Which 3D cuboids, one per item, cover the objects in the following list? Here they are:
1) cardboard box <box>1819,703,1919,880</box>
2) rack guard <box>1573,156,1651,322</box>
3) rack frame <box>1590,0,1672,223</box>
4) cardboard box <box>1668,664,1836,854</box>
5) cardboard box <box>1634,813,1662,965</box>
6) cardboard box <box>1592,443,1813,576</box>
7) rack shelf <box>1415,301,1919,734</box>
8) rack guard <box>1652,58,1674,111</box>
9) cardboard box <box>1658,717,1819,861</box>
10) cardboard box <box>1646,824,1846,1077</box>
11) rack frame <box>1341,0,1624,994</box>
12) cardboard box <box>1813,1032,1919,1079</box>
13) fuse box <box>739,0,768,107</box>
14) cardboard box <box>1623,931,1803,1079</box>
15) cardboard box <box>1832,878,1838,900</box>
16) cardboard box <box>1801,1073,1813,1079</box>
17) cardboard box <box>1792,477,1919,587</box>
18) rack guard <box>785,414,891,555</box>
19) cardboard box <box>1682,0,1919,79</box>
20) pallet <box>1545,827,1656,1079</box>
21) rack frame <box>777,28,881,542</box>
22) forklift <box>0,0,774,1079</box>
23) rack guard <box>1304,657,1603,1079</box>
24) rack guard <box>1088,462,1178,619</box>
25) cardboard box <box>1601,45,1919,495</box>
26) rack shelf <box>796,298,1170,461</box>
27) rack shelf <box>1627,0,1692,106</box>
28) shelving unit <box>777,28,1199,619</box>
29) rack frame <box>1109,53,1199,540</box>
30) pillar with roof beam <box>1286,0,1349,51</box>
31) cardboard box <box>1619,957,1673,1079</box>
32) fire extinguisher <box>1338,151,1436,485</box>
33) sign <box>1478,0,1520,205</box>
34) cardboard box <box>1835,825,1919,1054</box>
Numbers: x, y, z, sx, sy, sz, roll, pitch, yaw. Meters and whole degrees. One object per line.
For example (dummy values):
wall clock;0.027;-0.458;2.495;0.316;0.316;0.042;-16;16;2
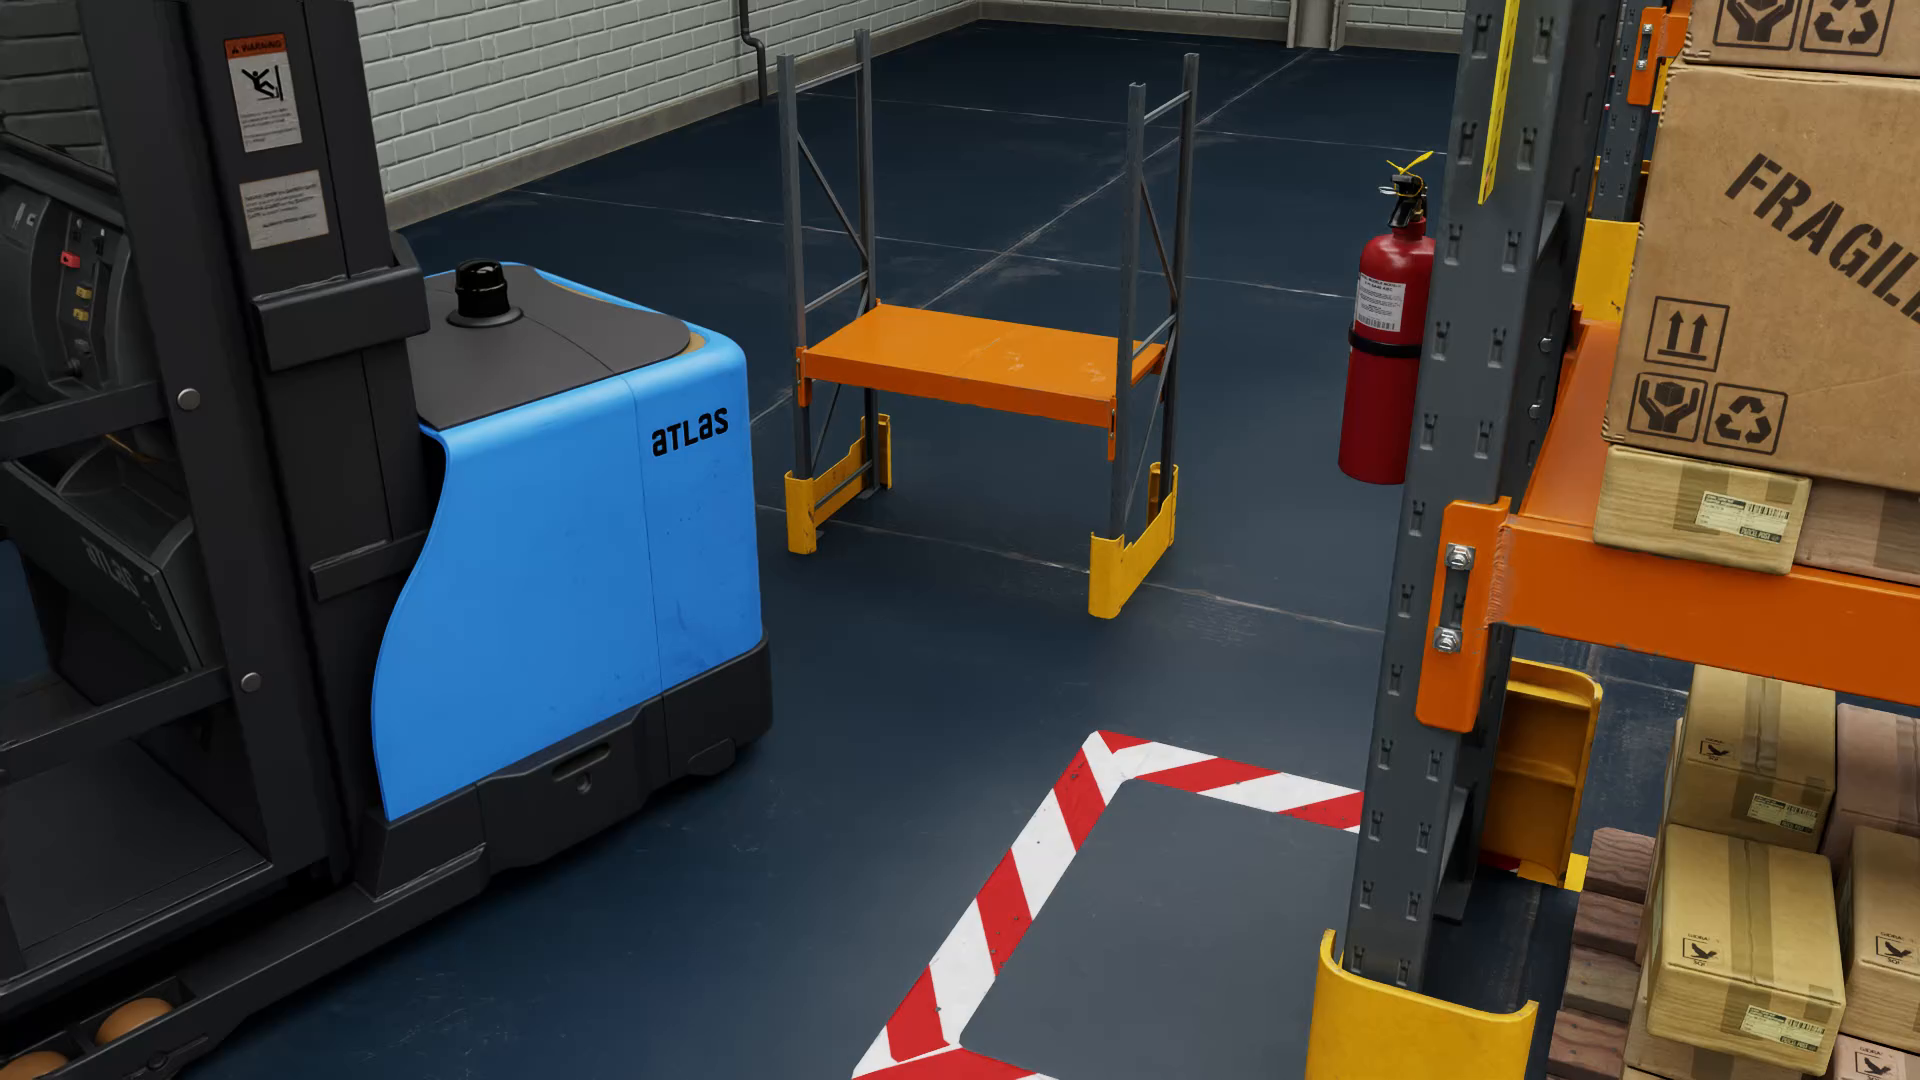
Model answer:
cardboard box;1.693;0.470;2.978;0.250;0.149;0.380;12;29;23
rack guard;2.836;-1.309;7.344;0.348;0.500;1.175;11;28;22
rack frame;2.858;-2.427;6.783;0.127;3.000;1.000;11;28;22
cardboard box;1.488;0.401;3.118;0.250;0.149;0.380;12;29;22
cardboard box;1.467;0.685;3.214;0.250;0.149;0.380;12;29;23
cardboard box;1.060;-0.114;2.370;0.250;0.149;0.380;11;28;21
rack shelf;2.722;0.271;2.119;4.000;0.370;1.077;11;28;22
rack guard;4.979;-3.288;11.362;0.348;0.500;1.175;11;28;22
cardboard box;1.500;0.521;3.211;0.250;0.149;0.380;11;28;20
cardboard box;1.238;0.638;2.636;0.250;0.149;0.380;10;28;19
rack frame;0.901;-0.418;2.702;0.127;3.000;1.000;11;28;22
cardboard box;1.498;0.811;2.622;0.250;0.149;0.380;11;28;22
fuse box;-1.282;-3.688;10.804;0.414;1.711;0.539;11;28;22
cardboard box;1.272;0.738;2.769;0.250;0.149;0.380;13;29;24
cardboard box;1.715;0.591;3.070;0.250;0.149;0.380;11;28;21
cardboard box;1.518;0.912;2.753;0.250;0.149;0.380;11;28;22
cardboard box;1.309;-0.084;2.309;0.250;0.149;0.380;12;29;24
rack guard;-0.384;-0.189;5.351;0.087;0.250;0.587;11;28;22
cardboard box;1.200;-0.856;2.010;0.500;0.500;0.500;11;28;21
pallet;1.695;1.010;2.960;1.213;0.211;1.003;11;28;22
rack frame;-0.385;-0.750;5.076;0.032;1.500;0.500;11;28;22
forklift;-1.842;-0.470;2.887;1.130;2.935;3.031;23;34;38
rack guard;0.970;0.718;3.226;0.348;0.500;1.175;11;28;22
rack guard;0.523;-0.007;4.982;0.087;0.250;0.587;11;28;22
cardboard box;1.196;-0.403;2.222;0.500;0.500;0.500;13;29;24
rack shelf;0.078;-0.496;4.966;1.000;0.185;0.538;11;28;22
rack shelf;4.679;-1.738;6.199;4.000;0.370;1.077;11;28;22
shelving unit;0.069;-0.659;4.890;1.083;1.500;0.587;11;28;22
rack frame;0.540;-0.564;4.698;0.032;1.500;0.500;11;28;22
pillar with roof beam;1.046;-6.239;7.734;0.400;9.000;9.100;11;28;22
cardboard box;1.246;0.897;2.783;0.250;0.149;0.380;12;29;23
fire extinguisher;0.863;-0.447;3.272;0.183;0.674;0.296;11;28;22
sign;0.677;-0.588;2.068;0.005;0.325;0.100;11;28;22
cardboard box;1.538;0.640;2.632;0.250;0.149;0.380;12;29;23
